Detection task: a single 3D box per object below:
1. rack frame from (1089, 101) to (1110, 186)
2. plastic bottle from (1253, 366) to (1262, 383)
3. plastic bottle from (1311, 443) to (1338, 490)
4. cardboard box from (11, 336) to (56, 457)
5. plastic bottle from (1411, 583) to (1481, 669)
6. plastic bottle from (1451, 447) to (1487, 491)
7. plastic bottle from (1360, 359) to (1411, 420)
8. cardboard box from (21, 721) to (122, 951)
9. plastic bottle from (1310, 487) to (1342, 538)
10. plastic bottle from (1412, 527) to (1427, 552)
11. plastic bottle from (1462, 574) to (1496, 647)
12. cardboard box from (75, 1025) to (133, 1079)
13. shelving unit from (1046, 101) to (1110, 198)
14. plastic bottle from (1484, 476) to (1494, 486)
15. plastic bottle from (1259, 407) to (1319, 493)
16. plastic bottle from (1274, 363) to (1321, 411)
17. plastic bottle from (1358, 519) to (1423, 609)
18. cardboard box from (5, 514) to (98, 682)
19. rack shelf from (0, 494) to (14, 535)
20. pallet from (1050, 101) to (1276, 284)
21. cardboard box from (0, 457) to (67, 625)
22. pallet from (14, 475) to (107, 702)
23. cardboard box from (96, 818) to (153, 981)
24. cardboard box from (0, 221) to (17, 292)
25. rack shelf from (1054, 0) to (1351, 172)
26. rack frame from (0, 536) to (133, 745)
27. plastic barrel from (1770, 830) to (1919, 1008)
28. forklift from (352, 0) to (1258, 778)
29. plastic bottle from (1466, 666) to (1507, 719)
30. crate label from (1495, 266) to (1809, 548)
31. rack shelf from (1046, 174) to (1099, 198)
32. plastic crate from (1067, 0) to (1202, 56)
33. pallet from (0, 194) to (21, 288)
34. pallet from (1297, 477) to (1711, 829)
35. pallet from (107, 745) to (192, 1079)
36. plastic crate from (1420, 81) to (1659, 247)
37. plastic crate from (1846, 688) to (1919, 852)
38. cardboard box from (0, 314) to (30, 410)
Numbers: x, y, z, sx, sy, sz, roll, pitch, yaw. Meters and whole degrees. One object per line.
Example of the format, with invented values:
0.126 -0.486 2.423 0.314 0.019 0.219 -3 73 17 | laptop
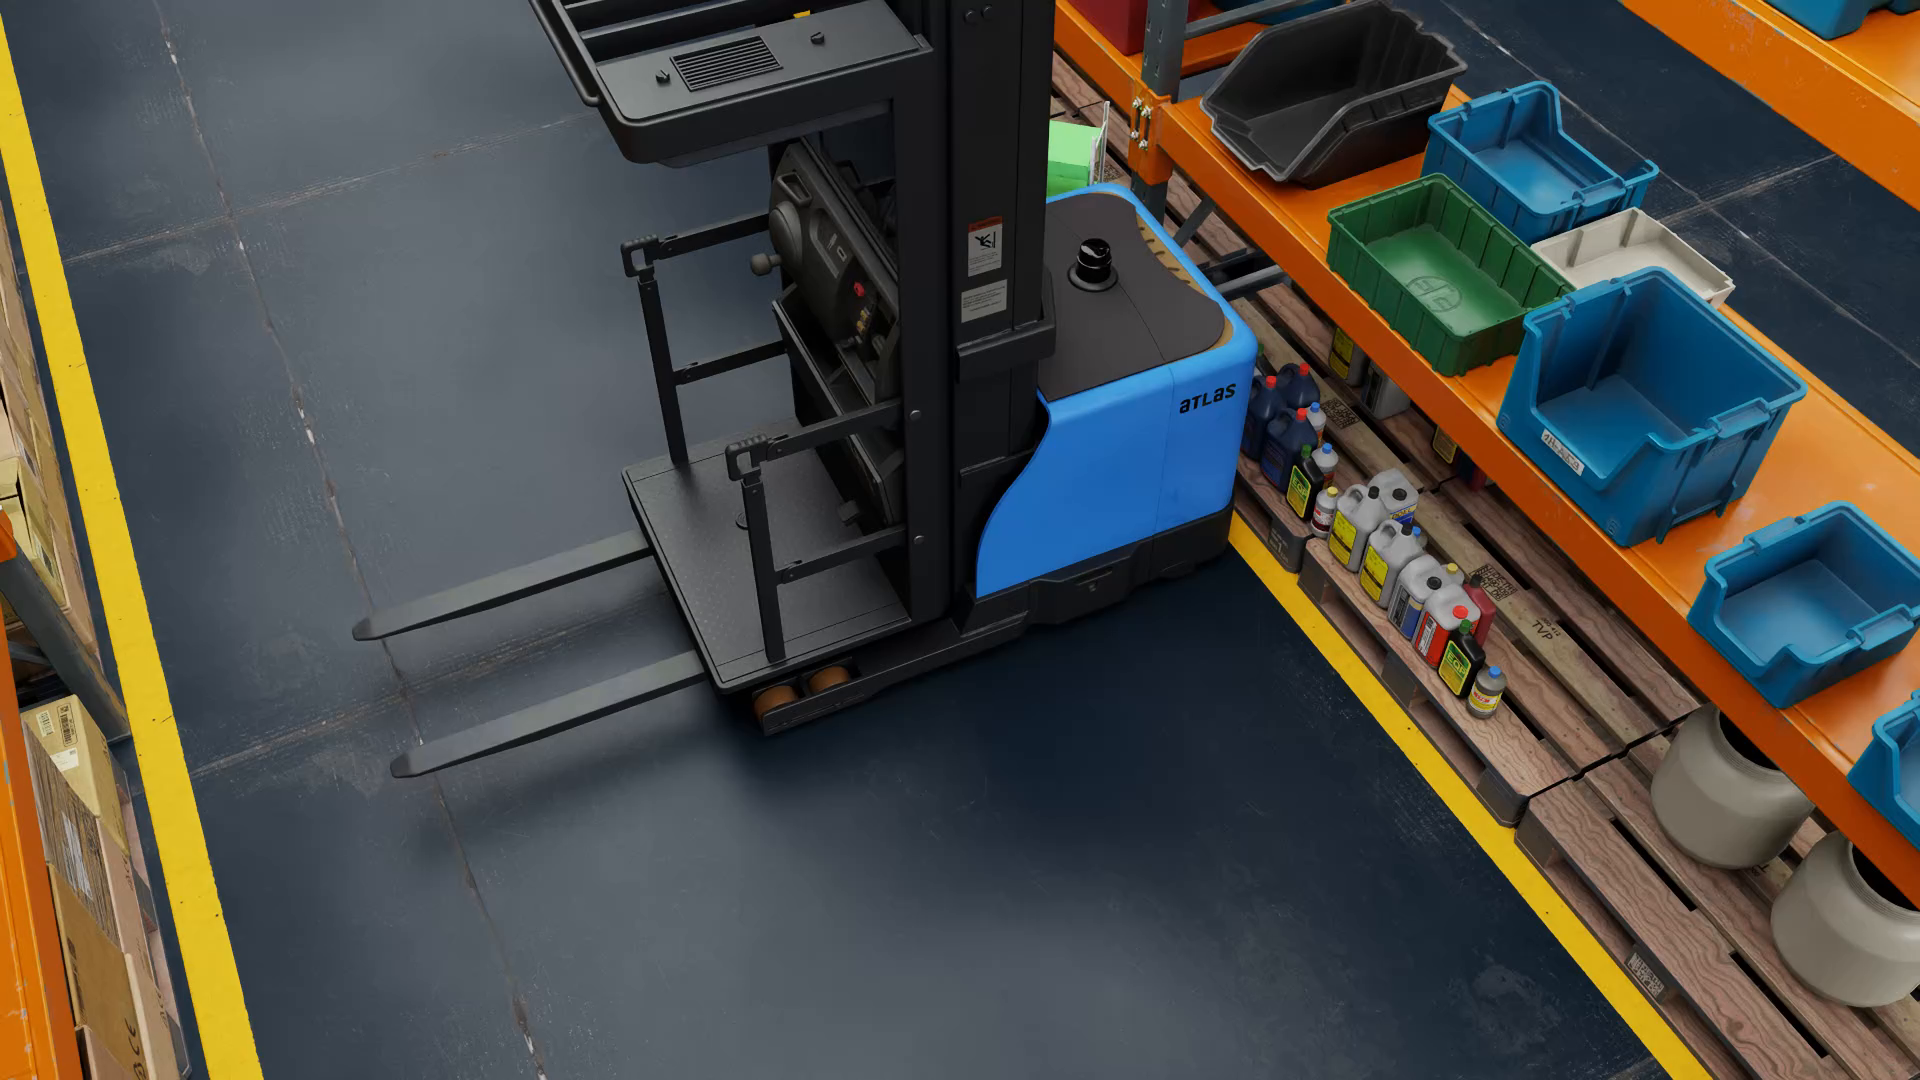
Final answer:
0.506 -1.115 6.428 0.015 1.200 0.240 12 50 10 | rack frame
1.042 -0.569 6.272 0.152 0.276 0.135 -19 52 -16 | plastic bottle
1.301 -0.243 5.990 0.097 0.271 0.097 0 49 0 | plastic bottle
-3.728 -0.465 6.211 0.500 0.250 0.500 -23 53 -19 | cardboard box
1.623 0.281 5.529 0.152 0.276 0.135 -21 52 -17 | plastic bottle
1.877 -0.319 6.048 0.061 0.283 0.133 -21 52 -18 | plastic bottle
1.633 -0.612 6.310 0.152 0.276 0.135 -21 52 -18 | plastic bottle
-2.667 0.906 4.515 0.500 0.500 0.500 -21 52 -18 | cardboard box
1.310 -0.108 5.919 0.097 0.201 0.097 0 49 0 | plastic bottle
1.568 0.032 5.796 0.097 0.201 0.097 0 49 0 | plastic bottle
1.718 0.241 5.558 0.061 0.283 0.133 -21 52 -18 | plastic bottle
-2.193 1.569 3.935 0.500 0.500 0.500 -21 52 -18 | cardboard box
0.271 -1.163 6.470 0.503 1.200 0.258 12 50 10 | shelving unit
1.971 -0.353 6.084 0.152 0.276 0.135 -20 52 -17 | plastic bottle
1.201 -0.355 6.035 0.144 0.351 0.185 -23 53 -19 | plastic bottle
1.243 -0.531 6.189 0.144 0.351 0.185 -21 52 -18 | plastic bottle
1.480 0.054 5.678 0.144 0.351 0.185 -19 52 -16 | plastic bottle
-3.256 0.224 5.609 0.500 0.250 0.500 -22 52 -18 | cardboard box
-4.207 -1.290 5.863 1.077 0.370 4.000 -21 52 -18 | rack shelf
0.720 -1.486 7.409 1.003 0.211 1.213 -21 52 -18 | pallet
-3.260 0.032 5.405 0.500 0.311 0.500 -21 52 -17 | cardboard box
-3.664 0.250 5.891 1.003 0.211 1.213 -21 52 -18 | pallet
-2.665 1.152 4.797 0.500 0.250 0.500 -21 52 -18 | cardboard box
-4.198 -1.149 6.810 0.500 0.250 0.500 -20 52 -17 | cardboard box
0.199 -2.993 7.353 1.077 0.370 4.000 -21 52 -18 | rack shelf
-3.292 -0.188 4.422 1.000 3.000 0.127 -21 52 -18 | rack frame
2.575 1.052 4.711 0.421 0.512 0.421 0 49 0 | plastic barrel
-0.569 -0.767 4.974 3.031 2.935 1.130 -19 52 -16 | forklift
1.714 0.484 5.401 0.097 0.201 0.097 0 49 0 | plastic bottle
1.862 -0.365 4.553 0.502 0.435 0.616 -21 52 -18 | crate label
0.271 -1.279 6.338 0.480 0.148 0.258 12 50 10 | rack shelf
0.620 -2.131 6.079 0.402 0.464 0.583 -21 52 -18 | plastic crate
-4.780 -1.383 7.319 1.003 0.211 1.213 -21 52 -18 | pallet
1.947 0.308 5.841 1.003 0.211 1.213 -21 52 -18 | pallet
-2.965 1.277 4.993 1.003 0.211 1.213 -21 52 -18 | pallet
1.862 -1.196 5.402 0.499 0.251 0.616 -21 52 -18 | plastic crate
2.449 0.602 3.829 0.499 0.251 0.616 -21 52 -18 | plastic crate
-3.722 -0.651 6.002 0.500 0.311 0.500 -23 53 -19 | cardboard box
